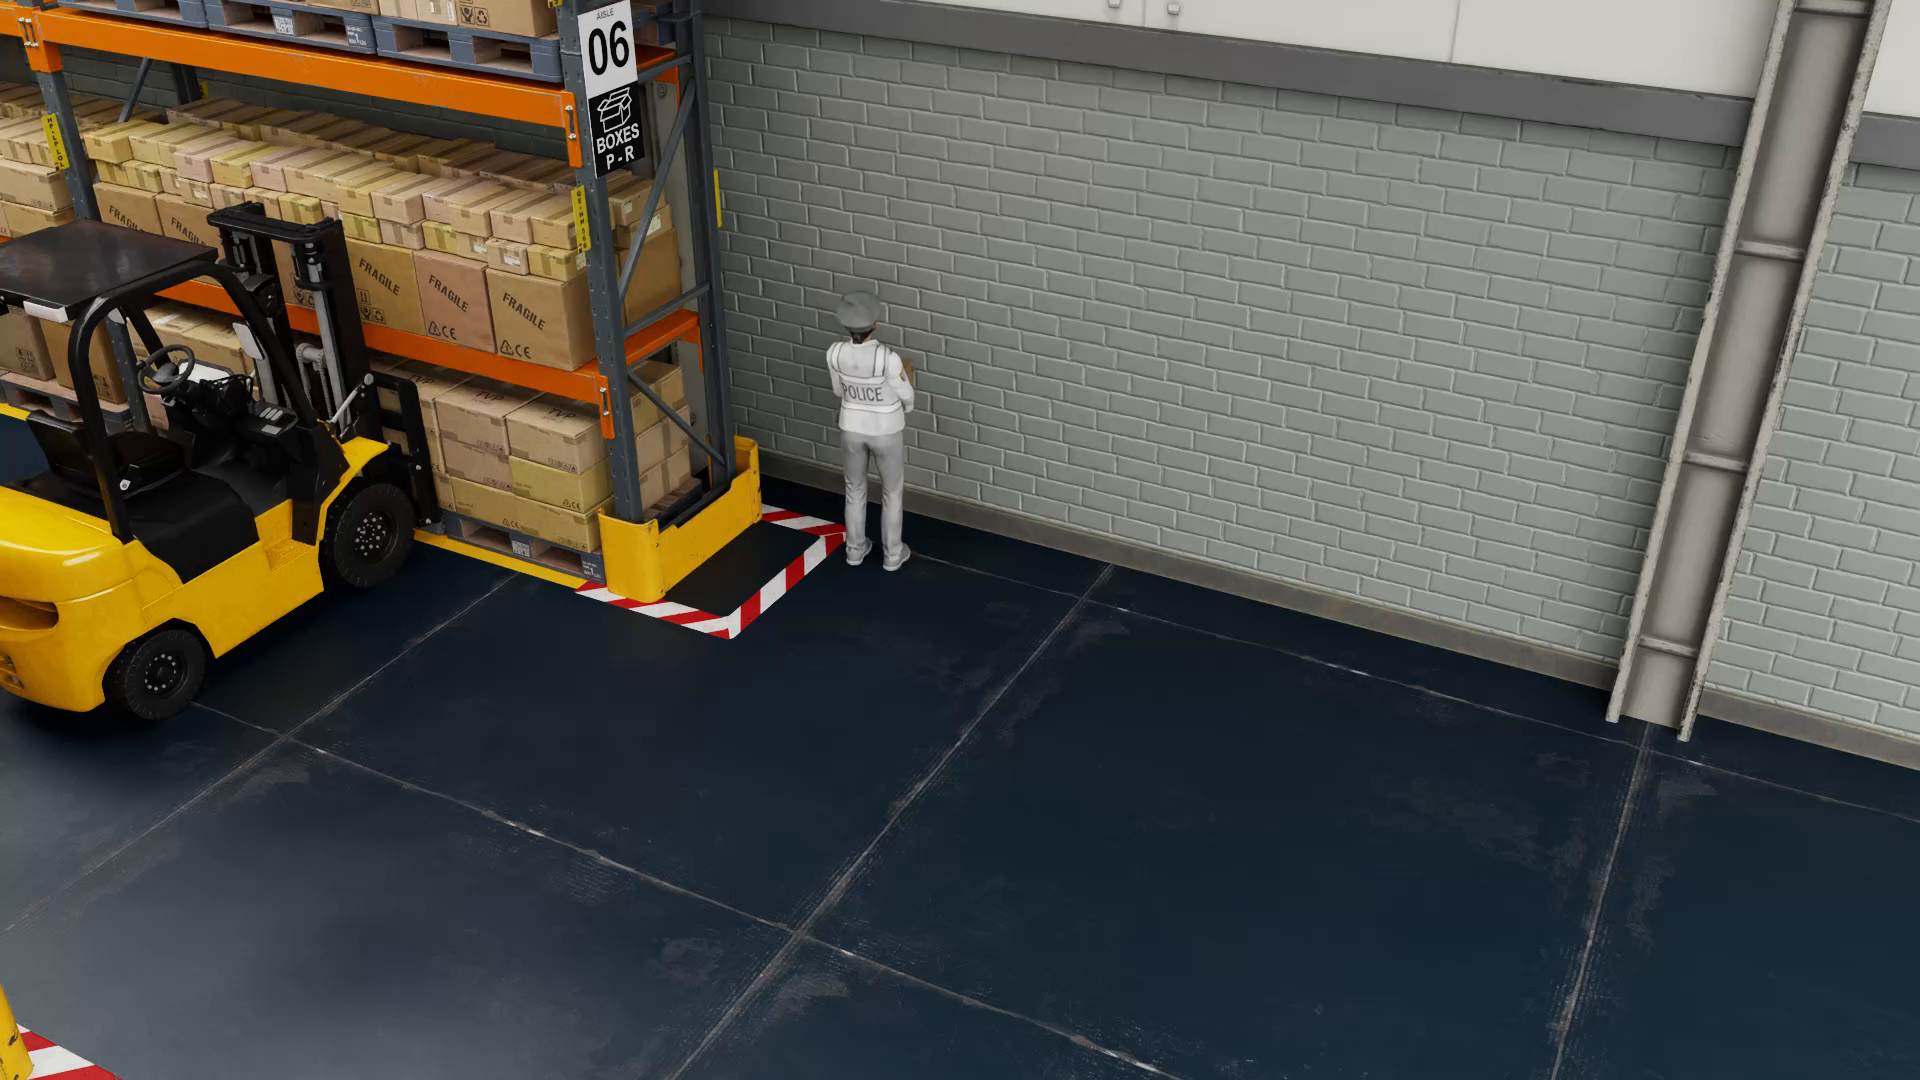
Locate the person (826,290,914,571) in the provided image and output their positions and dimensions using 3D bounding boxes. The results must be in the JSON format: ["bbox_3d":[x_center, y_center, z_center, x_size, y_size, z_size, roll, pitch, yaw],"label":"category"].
[{"bbox_3d":[-0.480,-0.638,9.354,0.459,1.686,0.556,8,31,14],"label":"person"}]
